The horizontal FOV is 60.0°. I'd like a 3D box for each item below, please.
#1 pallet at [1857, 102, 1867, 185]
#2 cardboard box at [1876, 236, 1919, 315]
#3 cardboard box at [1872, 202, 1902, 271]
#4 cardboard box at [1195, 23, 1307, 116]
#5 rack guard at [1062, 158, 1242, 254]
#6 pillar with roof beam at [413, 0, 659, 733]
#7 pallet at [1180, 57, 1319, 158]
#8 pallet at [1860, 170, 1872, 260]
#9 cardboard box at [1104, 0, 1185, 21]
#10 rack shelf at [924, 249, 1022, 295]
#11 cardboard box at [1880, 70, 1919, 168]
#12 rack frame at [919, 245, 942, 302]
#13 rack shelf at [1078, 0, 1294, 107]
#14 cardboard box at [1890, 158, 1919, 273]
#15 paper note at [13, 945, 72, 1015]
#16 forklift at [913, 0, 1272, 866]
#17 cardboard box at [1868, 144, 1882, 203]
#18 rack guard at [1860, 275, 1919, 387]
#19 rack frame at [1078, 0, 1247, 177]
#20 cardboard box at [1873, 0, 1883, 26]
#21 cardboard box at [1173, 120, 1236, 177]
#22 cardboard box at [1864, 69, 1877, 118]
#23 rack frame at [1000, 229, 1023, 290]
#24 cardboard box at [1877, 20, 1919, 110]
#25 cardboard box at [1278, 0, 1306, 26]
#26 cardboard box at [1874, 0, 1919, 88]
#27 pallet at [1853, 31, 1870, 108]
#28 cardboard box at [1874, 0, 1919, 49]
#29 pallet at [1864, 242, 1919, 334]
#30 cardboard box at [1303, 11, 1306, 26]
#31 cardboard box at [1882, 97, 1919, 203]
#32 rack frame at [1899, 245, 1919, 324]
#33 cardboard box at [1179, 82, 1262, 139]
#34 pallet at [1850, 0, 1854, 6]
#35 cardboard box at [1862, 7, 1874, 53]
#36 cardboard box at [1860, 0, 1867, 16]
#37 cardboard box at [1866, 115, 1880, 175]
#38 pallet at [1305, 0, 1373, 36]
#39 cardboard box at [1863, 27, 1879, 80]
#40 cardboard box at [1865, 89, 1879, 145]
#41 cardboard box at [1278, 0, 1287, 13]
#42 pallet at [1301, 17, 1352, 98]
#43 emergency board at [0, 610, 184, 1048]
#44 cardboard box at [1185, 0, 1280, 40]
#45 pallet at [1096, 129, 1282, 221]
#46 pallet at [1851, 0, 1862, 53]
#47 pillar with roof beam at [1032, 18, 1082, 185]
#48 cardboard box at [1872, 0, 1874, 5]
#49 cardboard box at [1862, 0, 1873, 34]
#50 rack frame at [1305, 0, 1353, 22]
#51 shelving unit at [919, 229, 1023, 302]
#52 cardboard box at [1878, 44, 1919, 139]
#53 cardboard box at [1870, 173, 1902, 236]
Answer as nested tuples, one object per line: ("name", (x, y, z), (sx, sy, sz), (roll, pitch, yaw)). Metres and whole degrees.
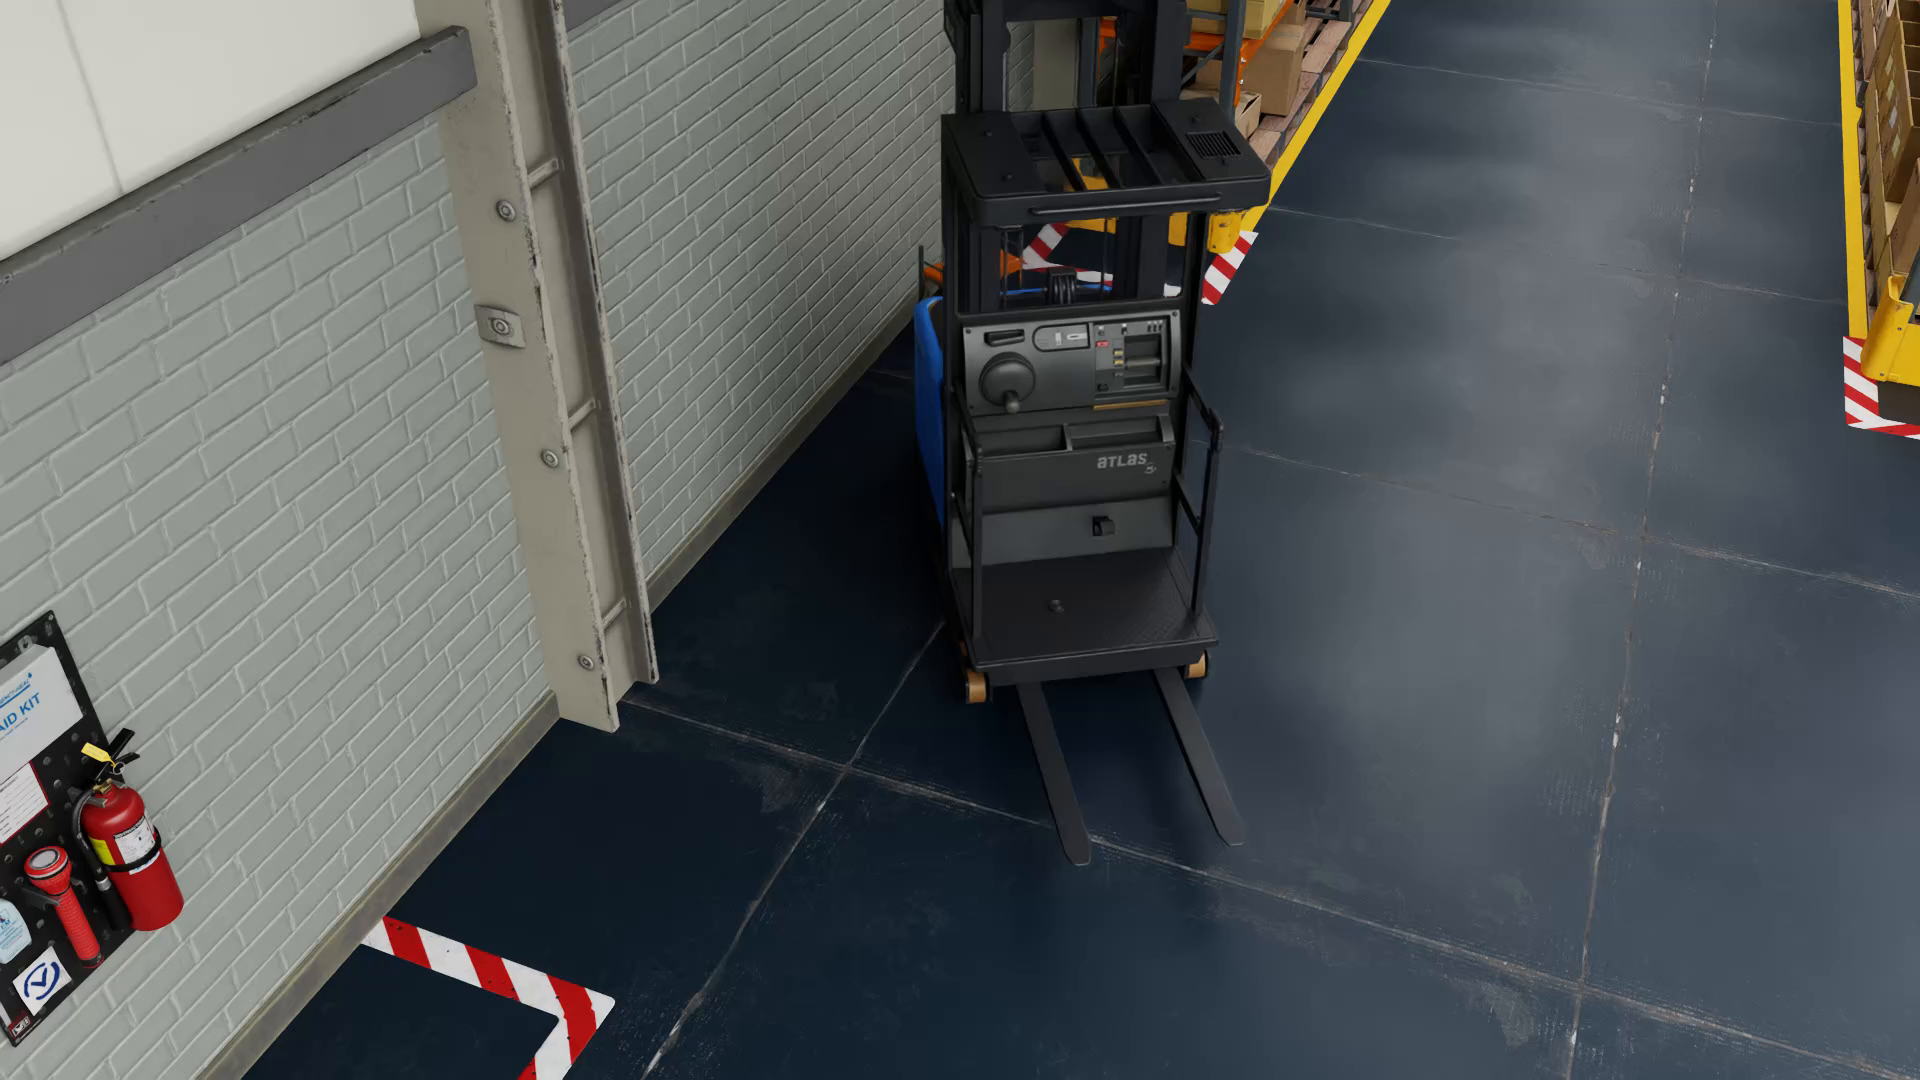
("pallet", (7.006, -2.785, 11.901), (1.003, 0.211, 1.213), (14, 39, 18))
("cardboard box", (5.756, -1.549, 9.865), (0.500, 0.250, 0.500), (14, 39, 18))
("cardboard box", (5.935, -1.829, 10.239), (0.500, 0.250, 0.500), (14, 39, 18))
("cardboard box", (2.131, -3.493, 12.239), (0.700, 0.500, 0.500), (11, 38, 15))
("rack guard", (1.272, -2.285, 10.992), (1.175, 0.500, 0.348), (14, 39, 18))
("pillar with roof beam", (2.407, -1.930, 3.417), (9.100, 9.000, 0.400), (14, 39, 18))
("pallet", (2.079, -3.285, 12.570), (1.003, 0.211, 1.213), (14, 39, 18))
("pallet", (6.543, -2.107, 10.995), (1.003, 0.211, 1.213), (14, 39, 18))
("cardboard box", (1.241, -3.496, 10.631), (0.500, 0.250, 0.500), (14, 39, 18))
("rack shelf", (0.057, -1.355, 8.500), (0.480, 0.148, 0.258), (-29, 45, -34))
("cardboard box", (6.312, -2.684, 10.756), (0.500, 0.500, 0.500), (14, 39, 18))
("rack frame", (-0.122, -0.939, 8.597), (0.015, 1.200, 0.240), (-29, 45, -34))
("rack shelf", (2.004, -4.064, 11.884), (1.077, 0.370, 4.000), (14, 39, 18))
("cardboard box", (5.754, -1.850, 9.641), (0.500, 0.500, 0.500), (14, 39, 18))
("paper note", (-2.681, 1.287, 4.859), (0.016, 0.148, 0.142), (14, 39, 18))
("forklift", (0.511, -0.684, 6.818), (1.130, 2.935, 3.031), (-6, 37, -8))
("cardboard box", (6.316, -2.383, 10.980), (0.500, 0.250, 0.500), (14, 39, 18))
("rack guard", (5.816, -1.104, 9.411), (1.175, 0.500, 0.348), (14, 39, 18))
("rack frame", (1.243, -3.245, 10.187), (1.000, 3.000, 0.127), (14, 39, 18))
("cardboard box", (7.428, -4.203, 12.947), (0.500, 0.311, 0.500), (15, 39, 19))
("cardboard box", (1.589, -2.706, 11.345), (0.500, 0.311, 0.500), (10, 38, 13))
("cardboard box", (6.890, -3.212, 12.089), (0.500, 0.250, 0.500), (14, 39, 18))
("rack frame", (0.232, -1.136, 8.868), (0.015, 1.200, 0.240), (-29, 45, -34))
("cardboard box", (6.698, -3.236, 11.495), (0.500, 0.500, 0.500), (14, 39, 18))
("cardboard box", (2.407, -4.050, 12.986), (0.500, 0.500, 0.500), (11, 38, 14))
("cardboard box", (6.881, -3.515, 11.868), (0.500, 0.500, 0.500), (14, 39, 18))
("pallet", (7.591, -3.633, 13.035), (1.003, 0.211, 1.213), (14, 39, 18))
("cardboard box", (7.236, -3.914, 12.560), (0.500, 0.311, 0.500), (14, 39, 18))
("pallet", (6.077, -1.434, 10.094), (1.003, 0.211, 1.213), (14, 39, 18))
("cardboard box", (2.589, -4.198, 13.461), (0.380, 0.166, 0.250), (9, 38, 12))
("cardboard box", (6.121, -2.407, 10.386), (0.500, 0.500, 0.500), (14, 39, 18))
("rack frame", (5.825, -2.118, 8.680), (1.000, 3.000, 0.127), (14, 39, 18))
("cardboard box", (1.806, -3.022, 11.768), (0.500, 0.311, 0.500), (17, 40, 21))
("pallet", (8.520, -4.984, 14.843), (1.003, 0.211, 1.213), (14, 39, 18))
("cardboard box", (7.431, -3.975, 13.110), (0.500, 0.250, 0.500), (13, 39, 17))
("cardboard box", (7.820, -4.540, 13.866), (0.500, 0.250, 0.500), (15, 39, 19))
("cardboard box", (6.500, -2.661, 11.352), (0.500, 0.250, 0.500), (14, 39, 18))
("pallet", (3.060, -4.774, 14.562), (1.003, 0.211, 1.213), (14, 39, 18))
("cardboard box", (7.237, -3.695, 12.736), (0.500, 0.250, 0.500), (13, 39, 17))
("cardboard box", (6.695, -2.936, 11.721), (0.500, 0.250, 0.500), (14, 39, 18))
("cardboard box", (1.906, -3.681, 10.880), (0.500, 0.250, 0.500), (13, 39, 16))
("pallet", (2.542, -3.962, 13.476), (1.003, 0.211, 1.213), (14, 39, 18))
("emergency board", (-2.549, 0.852, 4.706), (0.194, 1.169, 0.643), (14, 39, 18))
("cardboard box", (1.722, -3.390, 10.491), (0.500, 0.250, 0.500), (13, 39, 16))
("pallet", (1.613, -2.612, 11.669), (1.003, 0.211, 1.213), (14, 39, 18))
("pallet", (8.054, -4.311, 13.942), (1.003, 0.211, 1.213), (14, 39, 18))
("pillar with roof beam", (4.690, -5.251, 7.861), (9.100, 9.000, 0.400), (14, 39, 18))
("cardboard box", (7.620, -4.479, 13.316), (0.500, 0.311, 0.500), (14, 39, 18))
("cardboard box", (7.625, -4.258, 13.489), (0.500, 0.250, 0.500), (15, 39, 19))
("rack frame", (2.765, -5.459, 13.150), (1.000, 3.000, 0.127), (14, 39, 18))
("shelving unit", (0.055, -1.038, 8.733), (0.503, 1.200, 0.258), (-29, 45, -34))
("cardboard box", (6.501, -2.961, 11.127), (0.500, 0.500, 0.500), (14, 39, 18))
("cardboard box", (6.124, -2.106, 10.610), (0.500, 0.250, 0.500), (14, 39, 18))
